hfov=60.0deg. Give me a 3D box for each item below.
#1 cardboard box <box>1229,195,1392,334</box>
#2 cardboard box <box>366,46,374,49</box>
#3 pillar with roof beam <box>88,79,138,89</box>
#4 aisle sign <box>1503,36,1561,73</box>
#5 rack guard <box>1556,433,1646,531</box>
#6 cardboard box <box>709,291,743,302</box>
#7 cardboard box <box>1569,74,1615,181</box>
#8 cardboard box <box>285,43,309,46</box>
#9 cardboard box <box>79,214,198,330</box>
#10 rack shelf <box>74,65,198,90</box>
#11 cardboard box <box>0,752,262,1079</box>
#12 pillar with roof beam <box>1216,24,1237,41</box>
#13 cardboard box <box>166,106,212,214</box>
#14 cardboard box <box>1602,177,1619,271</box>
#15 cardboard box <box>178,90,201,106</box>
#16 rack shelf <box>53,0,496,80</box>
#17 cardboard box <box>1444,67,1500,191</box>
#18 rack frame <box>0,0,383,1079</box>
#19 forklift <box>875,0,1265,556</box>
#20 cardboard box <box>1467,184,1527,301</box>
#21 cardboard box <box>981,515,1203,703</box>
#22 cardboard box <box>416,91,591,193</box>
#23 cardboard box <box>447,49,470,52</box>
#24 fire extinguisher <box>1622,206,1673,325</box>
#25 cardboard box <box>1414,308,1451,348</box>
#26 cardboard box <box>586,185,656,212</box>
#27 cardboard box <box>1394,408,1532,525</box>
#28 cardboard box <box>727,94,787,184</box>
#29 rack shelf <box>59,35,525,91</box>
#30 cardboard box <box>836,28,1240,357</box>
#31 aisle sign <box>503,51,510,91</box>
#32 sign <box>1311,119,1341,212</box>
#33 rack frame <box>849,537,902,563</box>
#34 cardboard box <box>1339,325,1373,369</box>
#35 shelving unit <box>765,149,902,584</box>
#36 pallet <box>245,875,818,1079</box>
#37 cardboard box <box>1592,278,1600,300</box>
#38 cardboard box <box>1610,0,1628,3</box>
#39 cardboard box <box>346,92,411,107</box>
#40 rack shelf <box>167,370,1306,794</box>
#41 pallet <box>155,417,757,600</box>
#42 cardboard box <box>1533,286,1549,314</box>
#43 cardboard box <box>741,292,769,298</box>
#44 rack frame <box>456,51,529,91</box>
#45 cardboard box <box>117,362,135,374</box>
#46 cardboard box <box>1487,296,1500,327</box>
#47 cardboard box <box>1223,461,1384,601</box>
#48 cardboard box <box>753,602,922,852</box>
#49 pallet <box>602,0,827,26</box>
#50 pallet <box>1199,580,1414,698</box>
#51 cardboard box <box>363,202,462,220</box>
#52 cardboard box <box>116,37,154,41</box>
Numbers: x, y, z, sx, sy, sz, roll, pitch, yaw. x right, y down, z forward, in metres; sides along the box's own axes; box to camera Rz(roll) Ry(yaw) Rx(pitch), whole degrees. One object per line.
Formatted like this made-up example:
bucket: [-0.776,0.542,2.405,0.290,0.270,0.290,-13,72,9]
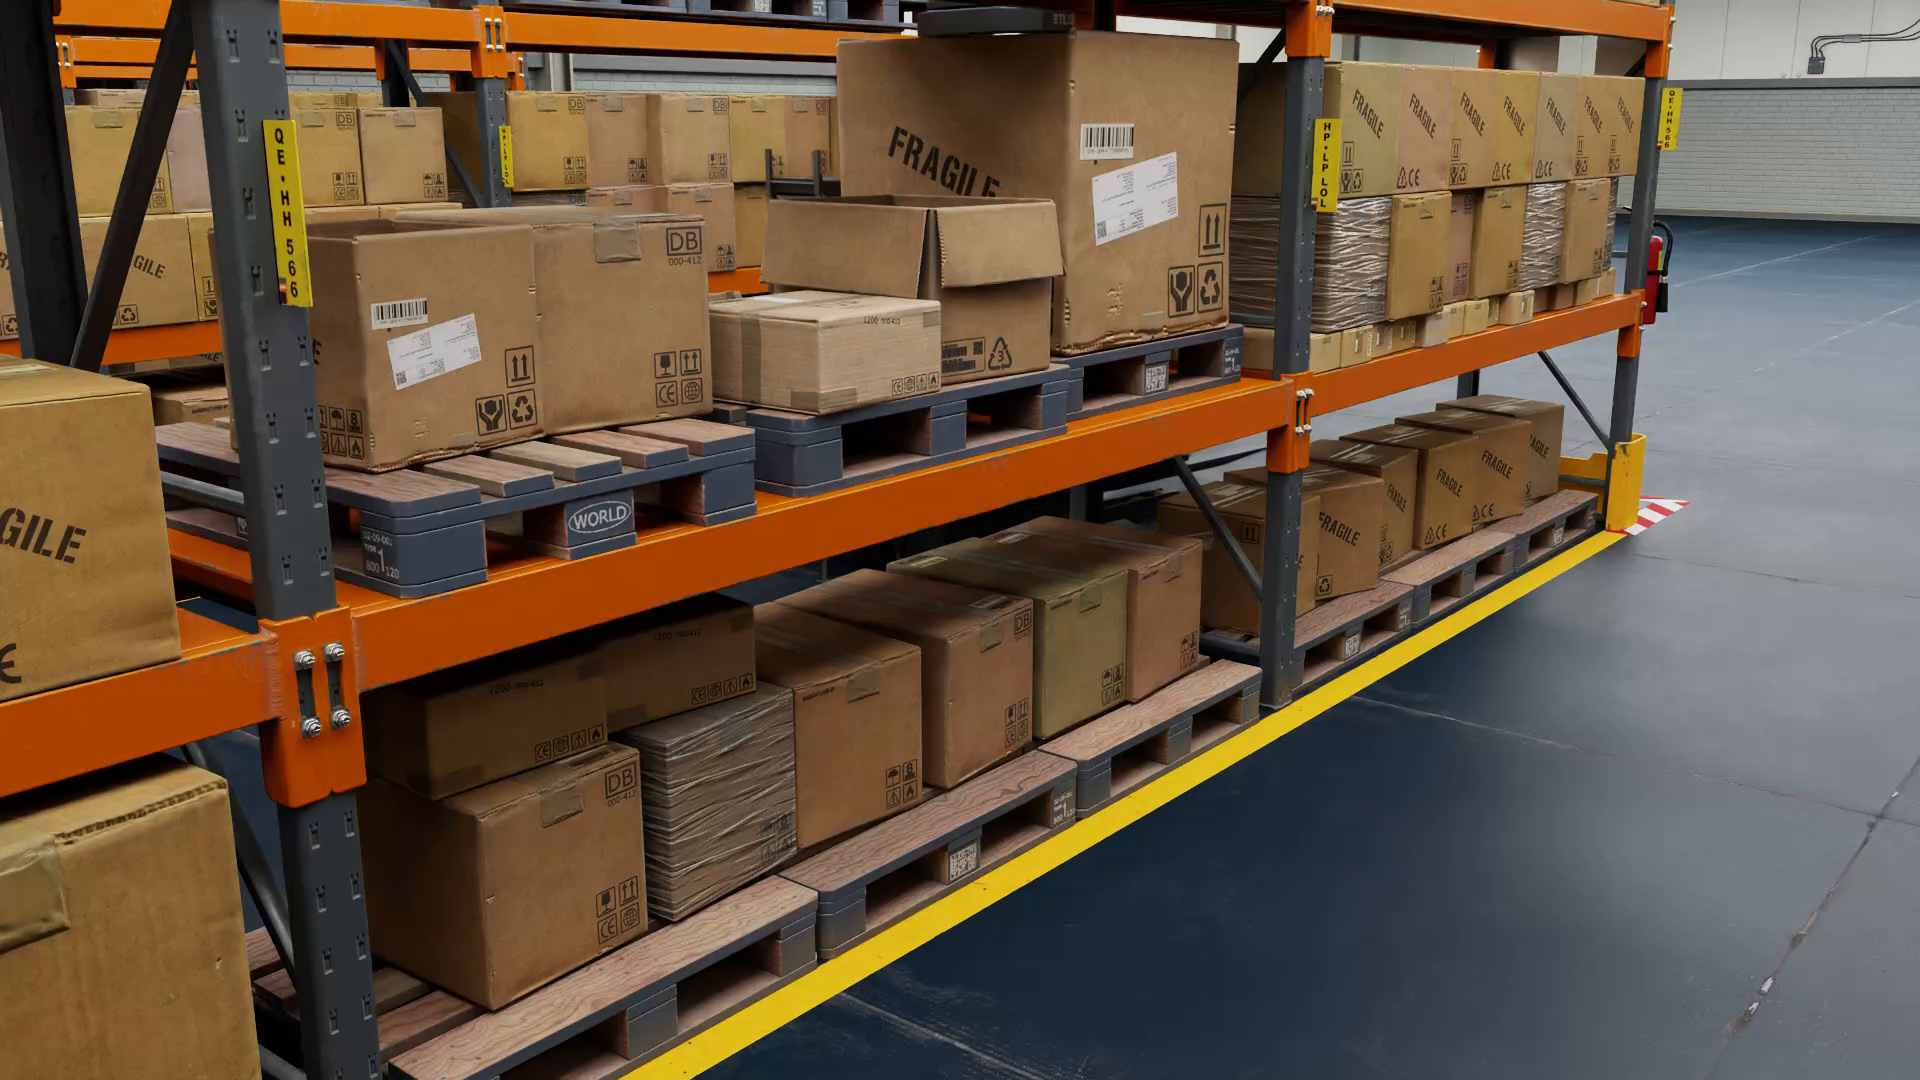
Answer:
cardboard box: [1.213,-1.140,6.711,0.875,0.500,0.500,11,18,38]
cardboard box: [-4.974,-4.199,13.979,0.380,0.149,0.250,11,18,37]
pillar with roof beam: [-5.965,-6.185,15.194,9.100,9.000,0.400,11,18,38]
aisle sign: [3.202,-2.955,9.383,0.394,0.787,0.004,11,18,38]
rack guard: [3.349,-0.411,9.724,1.175,0.500,0.348,11,18,38]
cardboard box: [-0.794,-0.604,4.829,0.396,0.266,0.258,11,18,36]
cardboard box: [2.933,-2.074,8.356,0.500,0.500,0.500,11,18,38]
cardboard box: [-5.468,-4.054,13.406,0.380,0.149,0.250,11,18,38]
cardboard box: [-3.984,-1.274,7.841,0.500,0.500,0.500,11,18,37]
rack shelf: [-9.432,-4.660,16.743,1.077,0.370,4.000,11,18,38]
cardboard box: [-2.082,0.850,3.145,1.225,0.875,0.875,10,17,35]
pillar with roof beam: [9.119,-10.782,33.287,9.100,9.000,0.400,11,18,38]
cardboard box: [-3.859,-1.899,8.273,0.700,0.500,0.500,11,18,38]
cardboard box: [3.029,-1.728,9.027,0.875,0.500,0.500,11,18,38]
cardboard box: [-6.043,-3.227,12.894,0.700,0.500,0.500,11,18,38]
rack shelf: [-4.169,-2.380,7.767,1.077,0.370,4.000,11,18,38]
cardboard box: [1.991,-1.786,7.225,0.500,0.500,0.500,11,18,38]
rack frame: [-1.632,-0.105,3.443,1.000,3.000,0.127,11,18,38]
forklift: [0.615,-1.587,9.418,3.031,2.935,1.130,-14,20,-43]
cardboard box: [2.137,-1.431,7.856,0.875,0.500,0.500,11,18,38]
cardboard box: [0.480,0.242,6.262,0.700,0.500,0.500,10,17,33]
cardboard box: [-2.653,-2.319,9.662,0.875,0.550,0.550,11,18,38]
cardboard box: [-4.449,-4.338,14.525,0.380,0.149,0.250,11,18,38]
fire extinguisher: [3.827,-1.550,9.289,0.296,0.674,0.183,11,18,38]
cardboard box: [1.893,-0.932,7.212,0.380,0.149,0.250,11,18,38]
cardboard box: [-2.361,-1.912,10.251,0.875,0.550,0.550,11,18,38]
cardboard box: [2.642,-0.392,8.798,0.500,0.500,0.500,-10,17,-35]
cardboard box: [-1.625,-2.627,10.875,0.875,0.550,0.500,11,18,38]
rack shelf: [-5.569,-3.892,13.722,1.077,0.370,4.000,11,18,38]
cardboard box: [0.274,-1.235,5.819,1.000,1.000,1.000,11,18,38]
aisle sign: [-4.047,-4.397,15.061,0.394,0.787,0.004,11,18,38]
sign: [1.316,-1.347,5.980,0.100,0.325,0.005,11,18,38]
rack frame: [-0.445,-0.913,8.450,0.015,2.100,0.400,-14,20,-43]
cardboard box: [1.419,-0.789,6.649,0.380,0.149,0.250,11,18,38]
shelving unit: [-0.619,-0.871,8.285,0.503,2.100,0.431,-14,20,-43]
pallet: [-1.139,1.097,4.374,1.003,0.211,1.213,11,18,38]
cardboard box: [3.220,-1.381,8.976,0.380,0.149,0.250,11,18,38]
cardboard box: [2.979,-2.790,8.227,0.500,0.250,0.500,11,18,38]
cardboard box: [-5.027,-3.507,13.996,0.700,0.500,0.500,11,18,37]
rack shelf: [-0.375,-0.139,5.039,1.077,0.370,4.000,11,18,38]
pallet: [-1.267,-0.165,4.069,1.213,0.211,1.003,11,18,38]
cardboard box: [2.745,-1.238,8.414,0.380,0.149,0.250,11,18,38]
cardboard box: [-1.324,-1.288,11.565,0.875,0.875,0.875,11,18,37]
rack frame: [-4.312,-3.170,15.511,1.000,3.000,0.127,11,18,38]
cardboard box: [-6.245,-1.346,13.062,0.500,0.250,0.500,10,17,35]
cardboard box: [2.306,-1.088,7.823,0.380,0.149,0.250,11,18,38]
cardboard box: [1.519,-0.044,7.428,0.500,0.500,0.500,-9,17,-32]
cardboard box: [-0.537,0.544,5.071,0.700,0.500,0.500,13,19,42]
pallet: [-1.623,-3.456,10.724,1.003,0.211,1.213,11,18,38]
pallet: [1.277,0.347,7.329,1.003,0.211,1.213,11,18,38]
cardboard box: [-3.032,-1.565,8.987,0.500,0.500,0.500,11,18,37]
cardboard box: [-6.229,-3.799,12.404,0.380,0.149,0.250,11,18,38]
